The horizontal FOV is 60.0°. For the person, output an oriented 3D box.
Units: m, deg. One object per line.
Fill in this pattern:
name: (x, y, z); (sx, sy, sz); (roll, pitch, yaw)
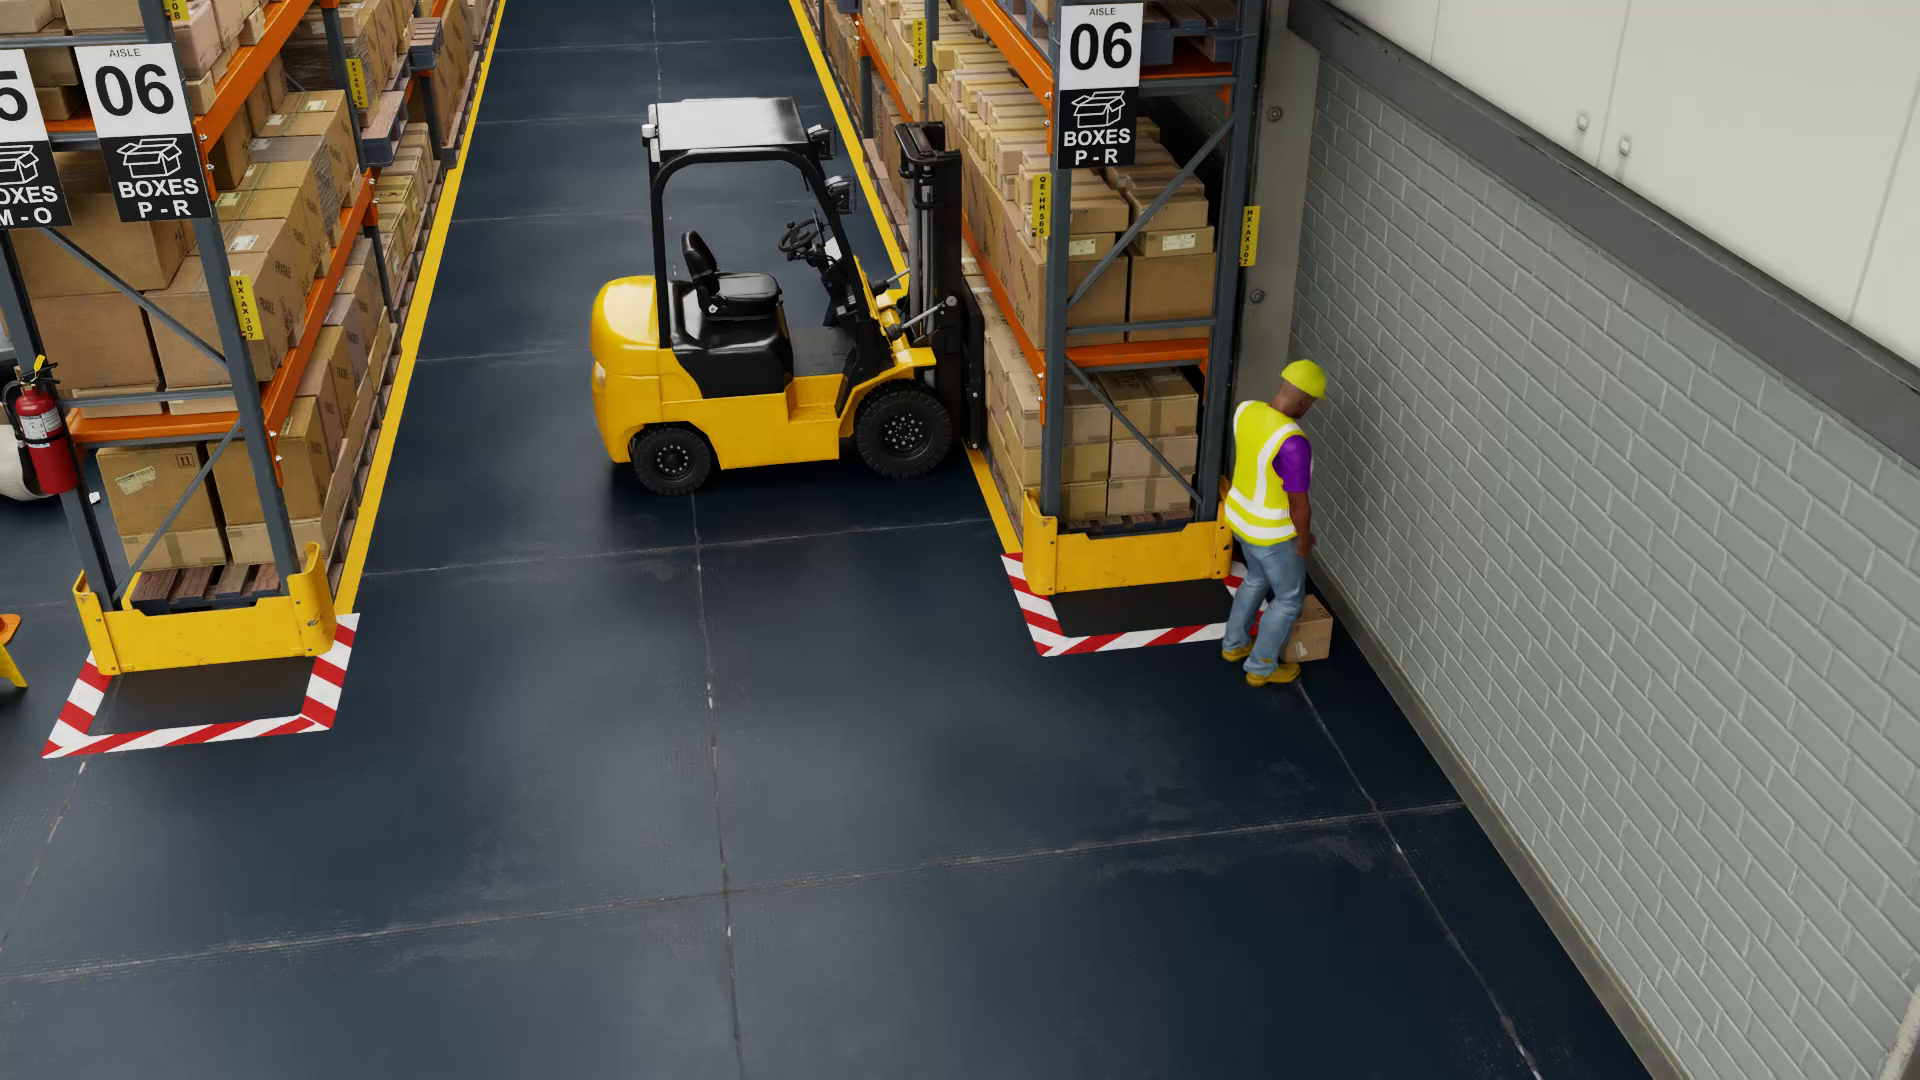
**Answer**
person: (1.563, -0.097, 8.330); (0.453, 1.719, 0.591); (-11, 32, -17)
